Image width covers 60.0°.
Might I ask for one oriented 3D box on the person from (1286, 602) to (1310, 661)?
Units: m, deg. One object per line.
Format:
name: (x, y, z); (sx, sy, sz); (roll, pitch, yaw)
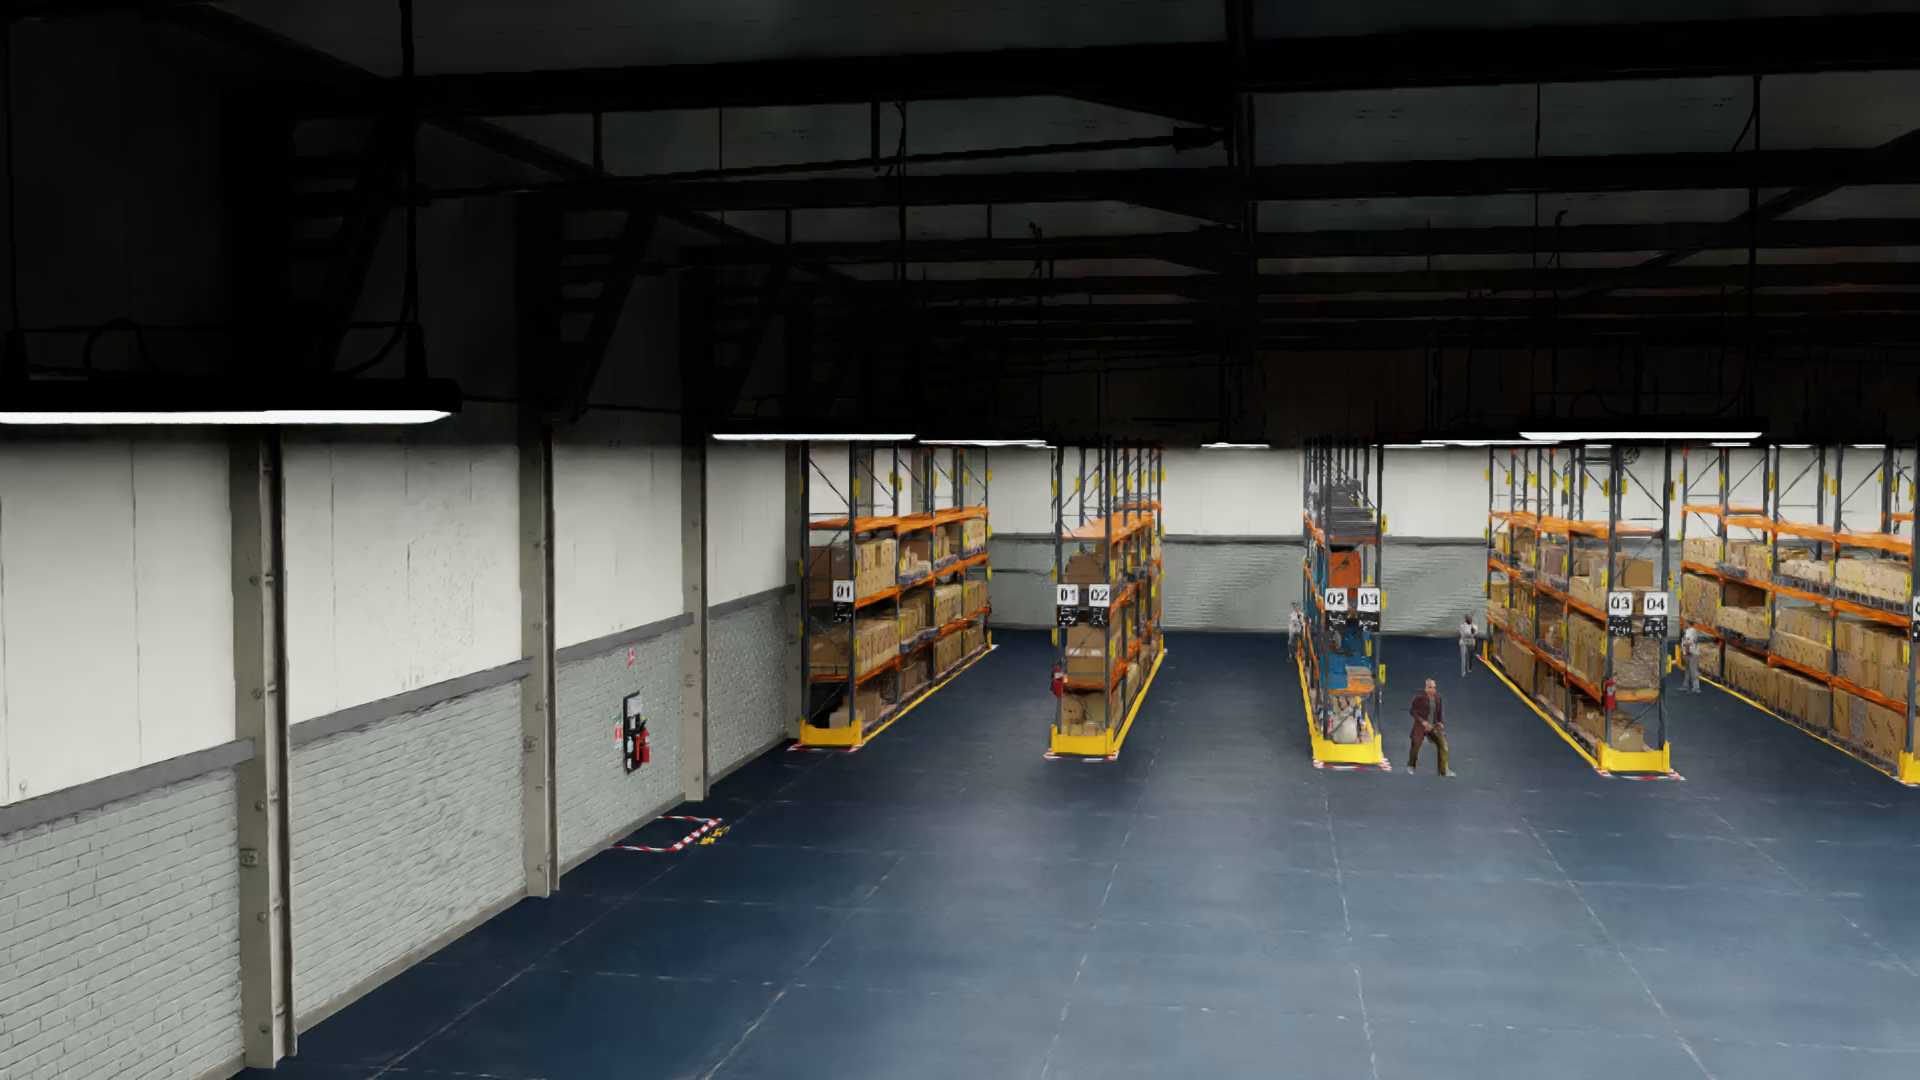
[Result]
person: (9.187, 2.475, 45.188); (0.519, 1.610, 0.945); (2, 3, 27)

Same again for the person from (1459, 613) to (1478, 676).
person: (12.874, 2.634, 42.094); (0.449, 1.586, 1.093); (1, 3, 13)

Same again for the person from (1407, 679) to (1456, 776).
person: (8.201, 3.274, 29.185); (0.733, 1.716, 0.872); (0, 3, -9)

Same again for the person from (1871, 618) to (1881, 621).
person: (21.861, 2.667, 39.722); (0.588, 1.784, 0.666); (2, 4, 31)

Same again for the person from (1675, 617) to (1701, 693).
person: (17.237, 2.706, 39.349); (0.603, 1.744, 0.674); (2, 4, 30)
